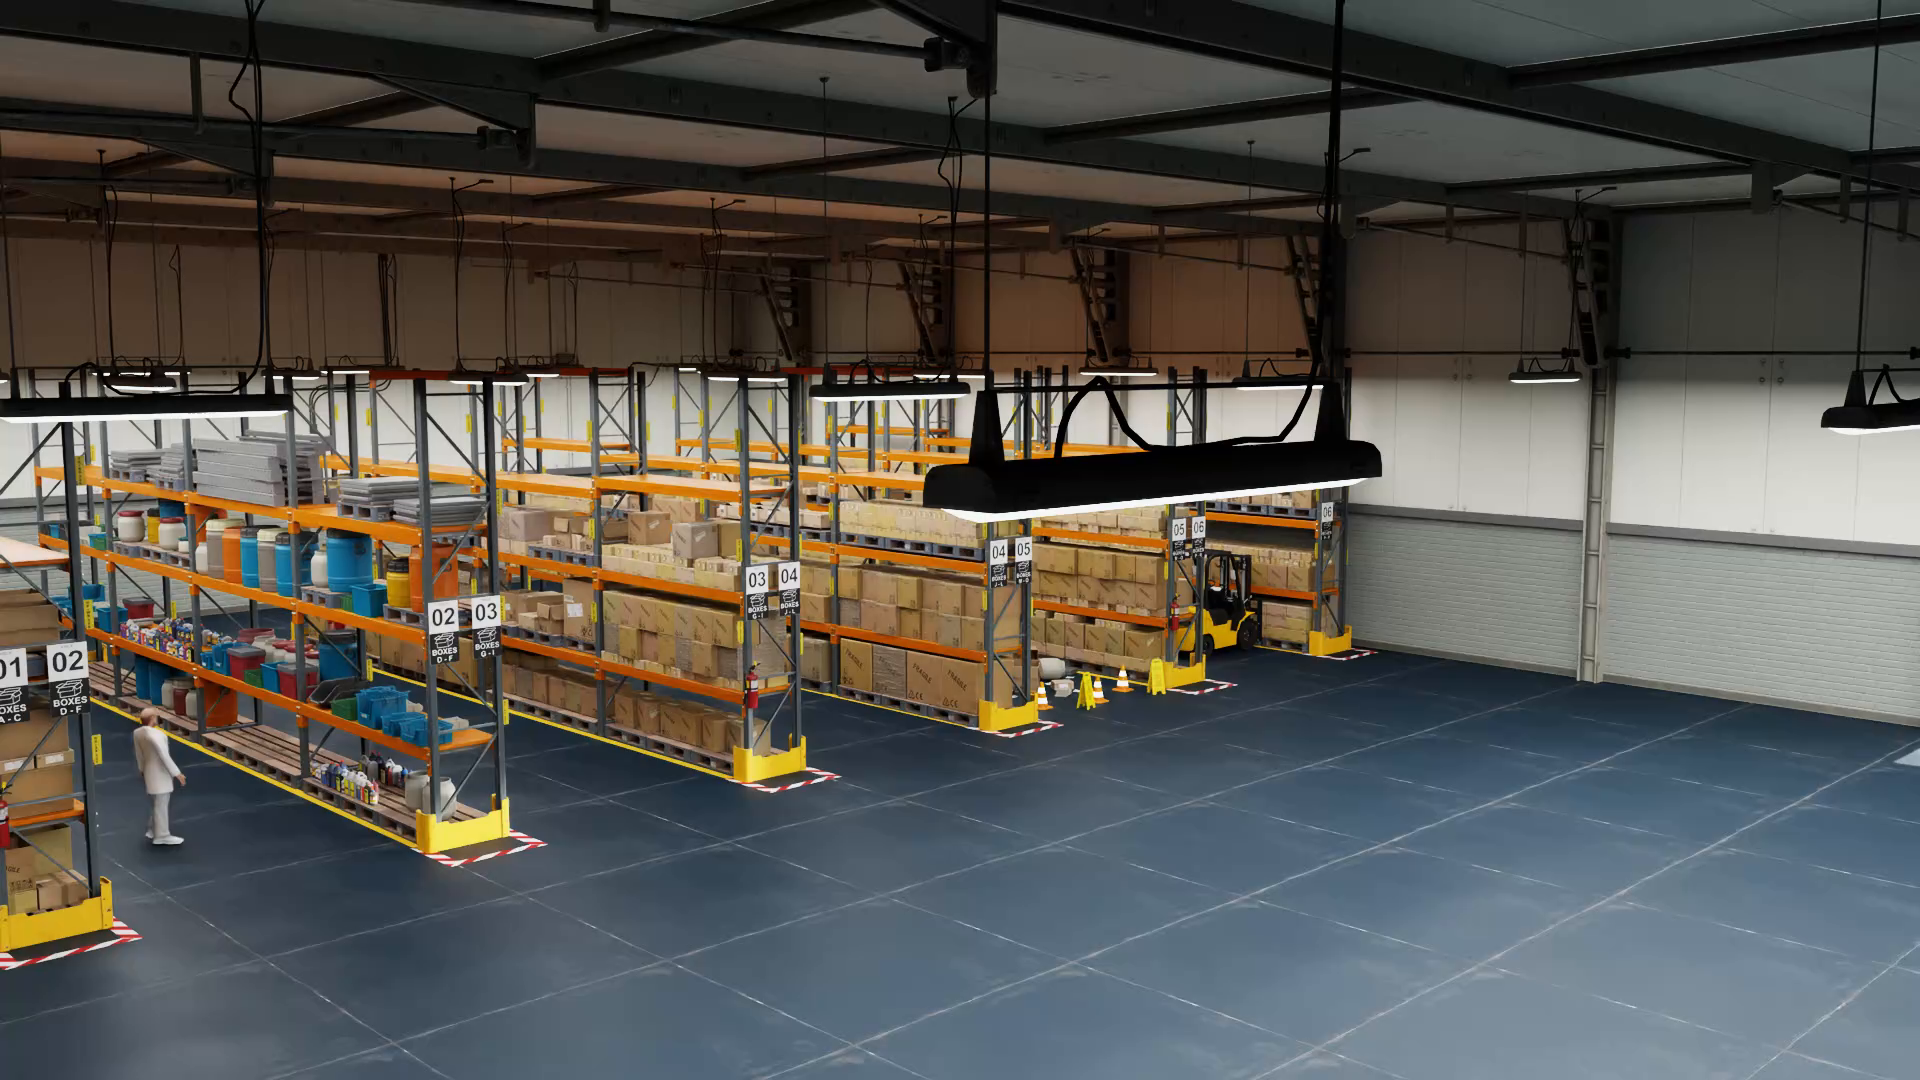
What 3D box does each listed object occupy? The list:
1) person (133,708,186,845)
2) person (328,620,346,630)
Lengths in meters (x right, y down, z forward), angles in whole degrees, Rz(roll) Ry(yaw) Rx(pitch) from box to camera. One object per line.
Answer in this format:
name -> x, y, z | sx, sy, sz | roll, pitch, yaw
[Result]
person -> -10.309, 3.055, 21.458 | 0.548, 1.835, 0.668 | -4, 7, -30
person -> -11.960, 1.882, 31.957 | 0.414, 1.752, 0.601 | 0, 6, -4
